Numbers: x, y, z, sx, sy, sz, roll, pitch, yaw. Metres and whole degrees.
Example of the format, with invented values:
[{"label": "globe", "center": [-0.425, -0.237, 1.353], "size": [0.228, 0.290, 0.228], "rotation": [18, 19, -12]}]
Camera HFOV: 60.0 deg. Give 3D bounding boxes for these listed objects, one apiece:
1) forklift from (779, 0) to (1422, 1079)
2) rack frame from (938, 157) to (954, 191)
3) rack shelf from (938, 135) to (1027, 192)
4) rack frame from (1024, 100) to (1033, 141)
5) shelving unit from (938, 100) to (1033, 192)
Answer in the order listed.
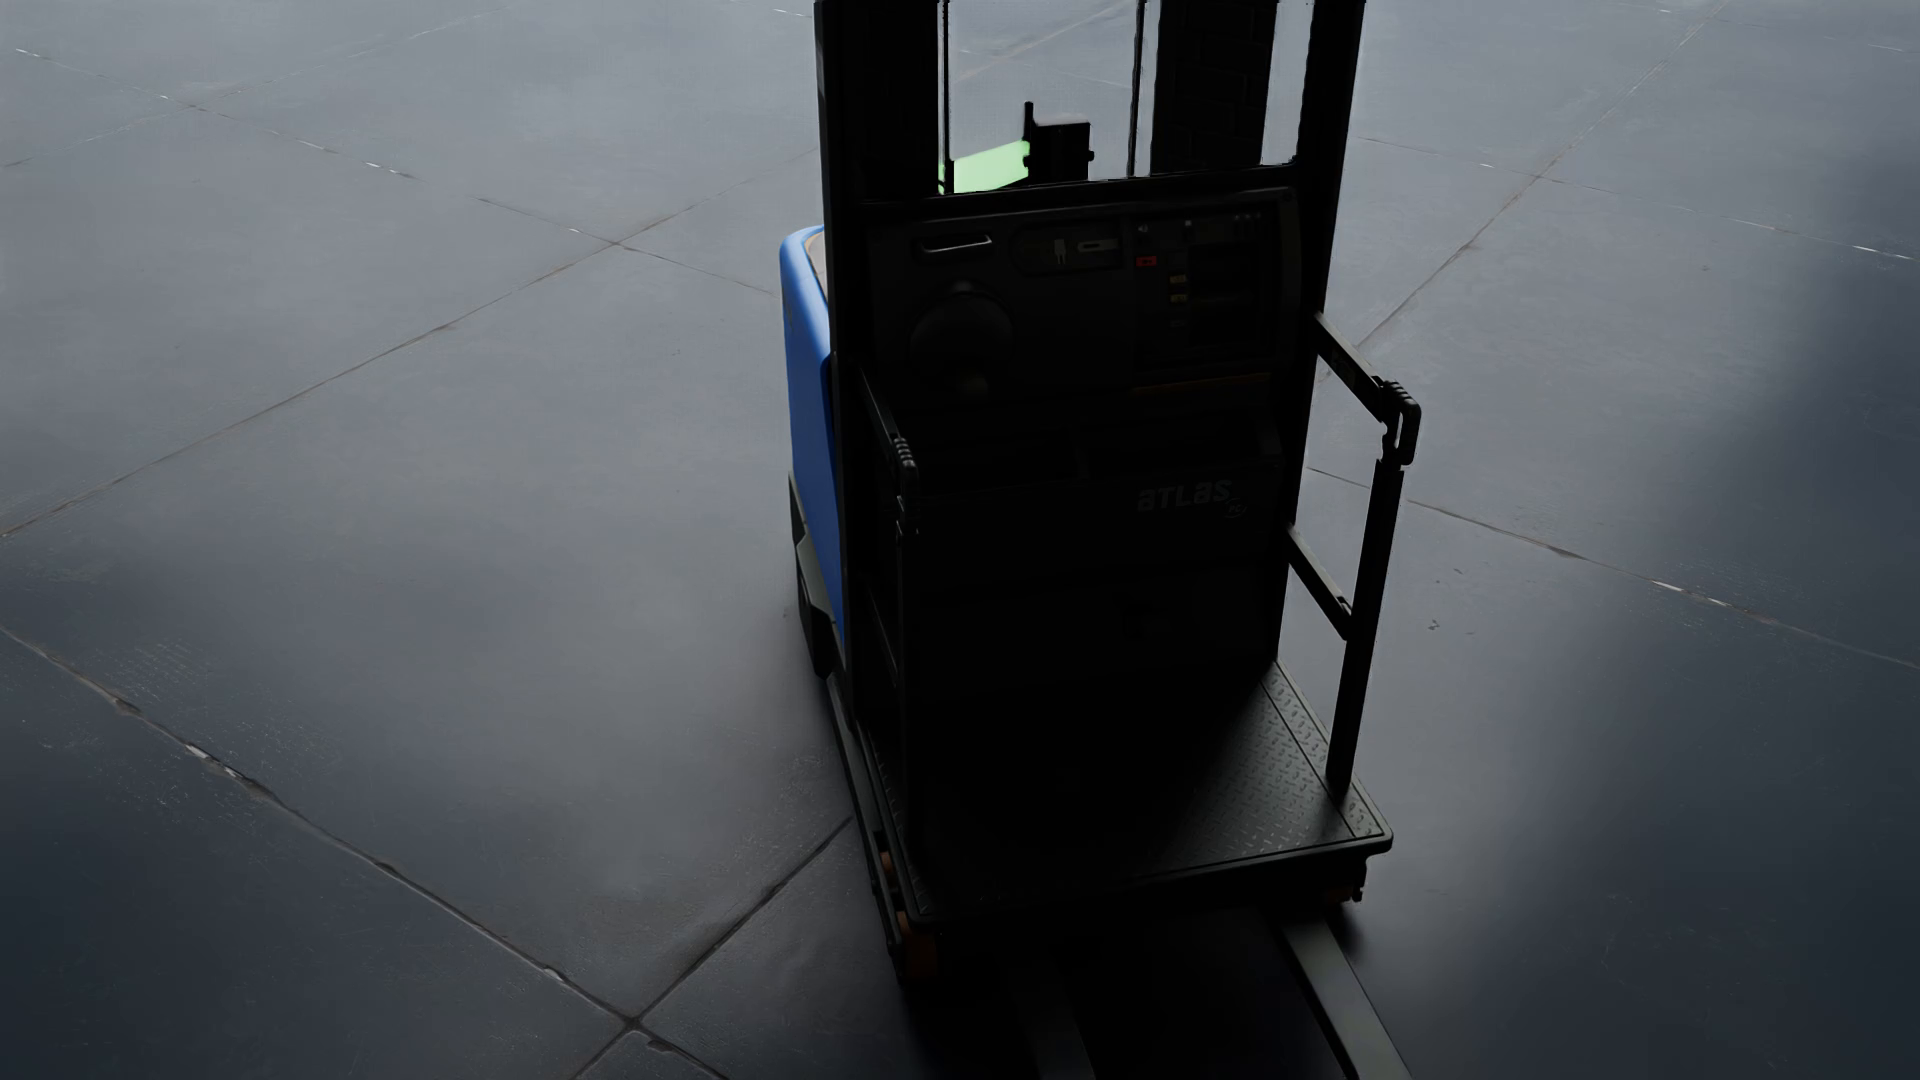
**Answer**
[{"label": "forklift", "center": [0.320, -0.452, 3.302], "size": [1.130, 2.935, 3.031], "rotation": [-8, 35, -11]}, {"label": "rack frame", "center": [-0.098, -0.629, 5.109], "size": [0.015, 1.200, 0.240], "rotation": [-24, 41, -32]}, {"label": "rack shelf", "center": [0.091, -1.060, 5.004], "size": [0.480, 0.148, 0.258], "rotation": [-24, 41, -32]}, {"label": "rack frame", "center": [0.280, -0.802, 5.365], "size": [0.015, 1.200, 0.240], "rotation": [-24, 41, -32]}, {"label": "shelving unit", "center": [0.091, -0.716, 5.237], "size": [0.503, 1.200, 0.258], "rotation": [-24, 41, -32]}]
